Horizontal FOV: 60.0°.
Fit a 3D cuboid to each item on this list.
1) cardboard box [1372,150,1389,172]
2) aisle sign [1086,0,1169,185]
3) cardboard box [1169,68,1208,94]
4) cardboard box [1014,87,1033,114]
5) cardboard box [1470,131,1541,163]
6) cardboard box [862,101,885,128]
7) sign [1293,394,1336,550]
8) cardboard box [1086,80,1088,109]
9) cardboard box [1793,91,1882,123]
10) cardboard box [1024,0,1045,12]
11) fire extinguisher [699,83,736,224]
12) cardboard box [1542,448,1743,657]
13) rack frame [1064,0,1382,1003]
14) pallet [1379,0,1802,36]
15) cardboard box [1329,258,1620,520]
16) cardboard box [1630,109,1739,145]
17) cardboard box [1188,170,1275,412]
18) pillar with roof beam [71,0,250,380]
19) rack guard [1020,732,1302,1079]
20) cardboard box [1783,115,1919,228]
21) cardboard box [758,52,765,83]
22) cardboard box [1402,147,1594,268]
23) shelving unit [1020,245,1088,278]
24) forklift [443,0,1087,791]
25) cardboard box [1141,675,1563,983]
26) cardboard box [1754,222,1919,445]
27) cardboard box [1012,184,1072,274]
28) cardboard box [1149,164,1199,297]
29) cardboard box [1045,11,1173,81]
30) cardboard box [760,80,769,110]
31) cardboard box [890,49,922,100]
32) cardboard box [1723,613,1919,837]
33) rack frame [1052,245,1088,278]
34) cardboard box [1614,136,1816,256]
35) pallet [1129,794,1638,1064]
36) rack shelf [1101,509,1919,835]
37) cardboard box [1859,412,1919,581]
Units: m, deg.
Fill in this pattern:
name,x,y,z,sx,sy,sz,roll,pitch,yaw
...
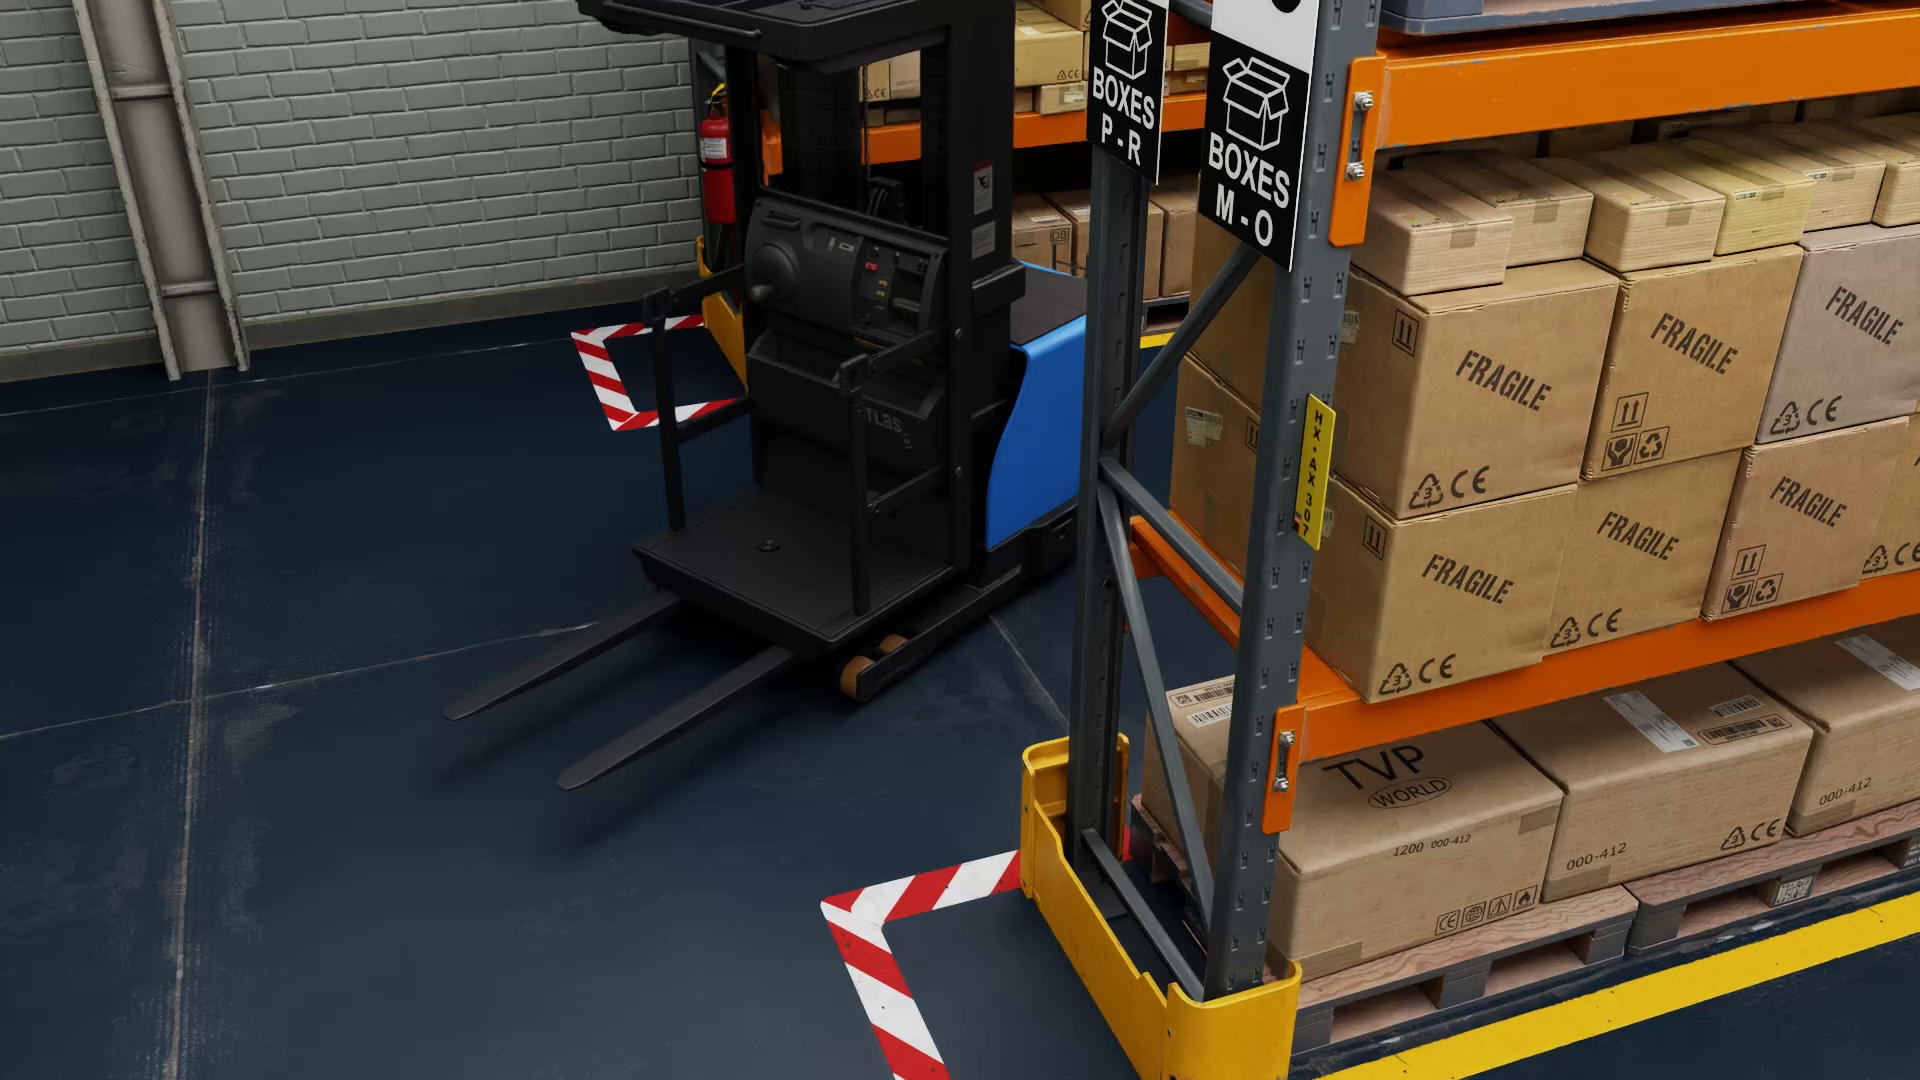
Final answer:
name,x,y,z,sx,sy,sz,roll,pitch,yaw
cardboard box,0.826,-0.904,4.040,0.250,0.149,0.380,-10,31,-17
aisle sign,0.384,-1.250,3.788,0.004,0.787,0.394,-10,31,-18
cardboard box,1.126,-2.507,8.874,0.250,0.149,0.380,-10,31,-17
cardboard box,0.191,-2.302,8.514,0.250,0.149,0.380,-10,31,-17
cardboard box,1.268,-1.042,4.283,0.250,0.149,0.380,-11,31,-18
cardboard box,-0.549,-2.177,8.295,0.250,0.149,0.380,-10,31,-16
sign,0.747,-0.141,3.513,0.005,0.325,0.100,-10,31,-18
cardboard box,0.693,-2.366,8.626,0.250,0.149,0.380,-10,31,-16
cardboard box,2.255,-1.186,4.535,0.250,0.149,0.380,-9,31,-16
cardboard box,0.603,-2.820,9.020,0.500,0.250,0.500,-10,31,-18
fire extinguisher,-1.151,-1.856,7.932,0.183,0.674,0.296,-10,31,-18
cardboard box,1.574,-0.082,4.264,0.500,0.500,0.500,-11,31,-18
rack frame,0.560,0.011,4.201,0.127,3.000,1.000,-10,31,-18
pallet,1.251,-1.387,3.713,1.213,0.211,1.003,-10,31,-18
cardboard box,1.109,-0.418,3.842,0.500,0.500,0.500,-11,32,-19
cardboard box,1.788,-1.079,4.347,0.250,0.149,0.380,-11,31,-18
cardboard box,0.928,-0.661,4.268,0.500,0.500,0.500,-9,31,-16
pillar with roof beam,-2.515,-2.853,3.168,0.400,9.000,9.100,-10,31,-18
rack guard,0.537,1.101,4.812,0.348,0.500,1.175,-10,31,-18
cardboard box,2.210,-0.899,4.031,0.250,0.149,0.380,-10,31,-17
cardboard box,-0.836,-2.558,8.561,0.500,0.250,0.500,-10,31,-16
cardboard box,1.210,-0.760,3.787,0.250,0.149,0.380,-10,31,-16
shelving unit,0.417,-0.789,7.574,0.215,1.050,0.252,22,36,33
forklift,-0.571,-0.952,5.961,1.130,2.935,3.031,22,36,33
cardboard box,1.143,0.781,5.012,0.875,0.438,0.875,-12,32,-19
cardboard box,2.070,-0.603,4.166,0.500,0.500,0.500,-11,31,-18
cardboard box,0.246,-1.579,9.092,0.500,0.500,0.700,-9,31,-16
cardboard box,1.219,-1.758,9.407,0.500,0.500,0.700,-12,32,-19
cardboard box,0.763,-2.583,8.605,0.500,0.250,0.500,-11,32,-19
cardboard box,-0.958,-2.364,8.623,0.250,0.149,0.380,-11,31,-18
cardboard box,-0.183,-2.396,8.276,0.500,0.250,0.500,-10,31,-17
cardboard box,2.844,0.465,5.568,0.875,0.438,0.875,-11,32,-19
rack frame,0.495,-0.835,7.656,0.200,1.050,0.008,22,36,33
cardboard box,1.734,-0.805,3.867,0.250,0.149,0.380,-11,32,-19
pallet,1.282,1.048,5.197,1.213,0.211,1.003,-10,31,-18
rack shelf,2.434,-0.022,4.985,4.000,0.370,1.077,-10,31,-18
cardboard box,2.521,-0.256,4.568,0.500,0.500,0.500,-9,31,-16
